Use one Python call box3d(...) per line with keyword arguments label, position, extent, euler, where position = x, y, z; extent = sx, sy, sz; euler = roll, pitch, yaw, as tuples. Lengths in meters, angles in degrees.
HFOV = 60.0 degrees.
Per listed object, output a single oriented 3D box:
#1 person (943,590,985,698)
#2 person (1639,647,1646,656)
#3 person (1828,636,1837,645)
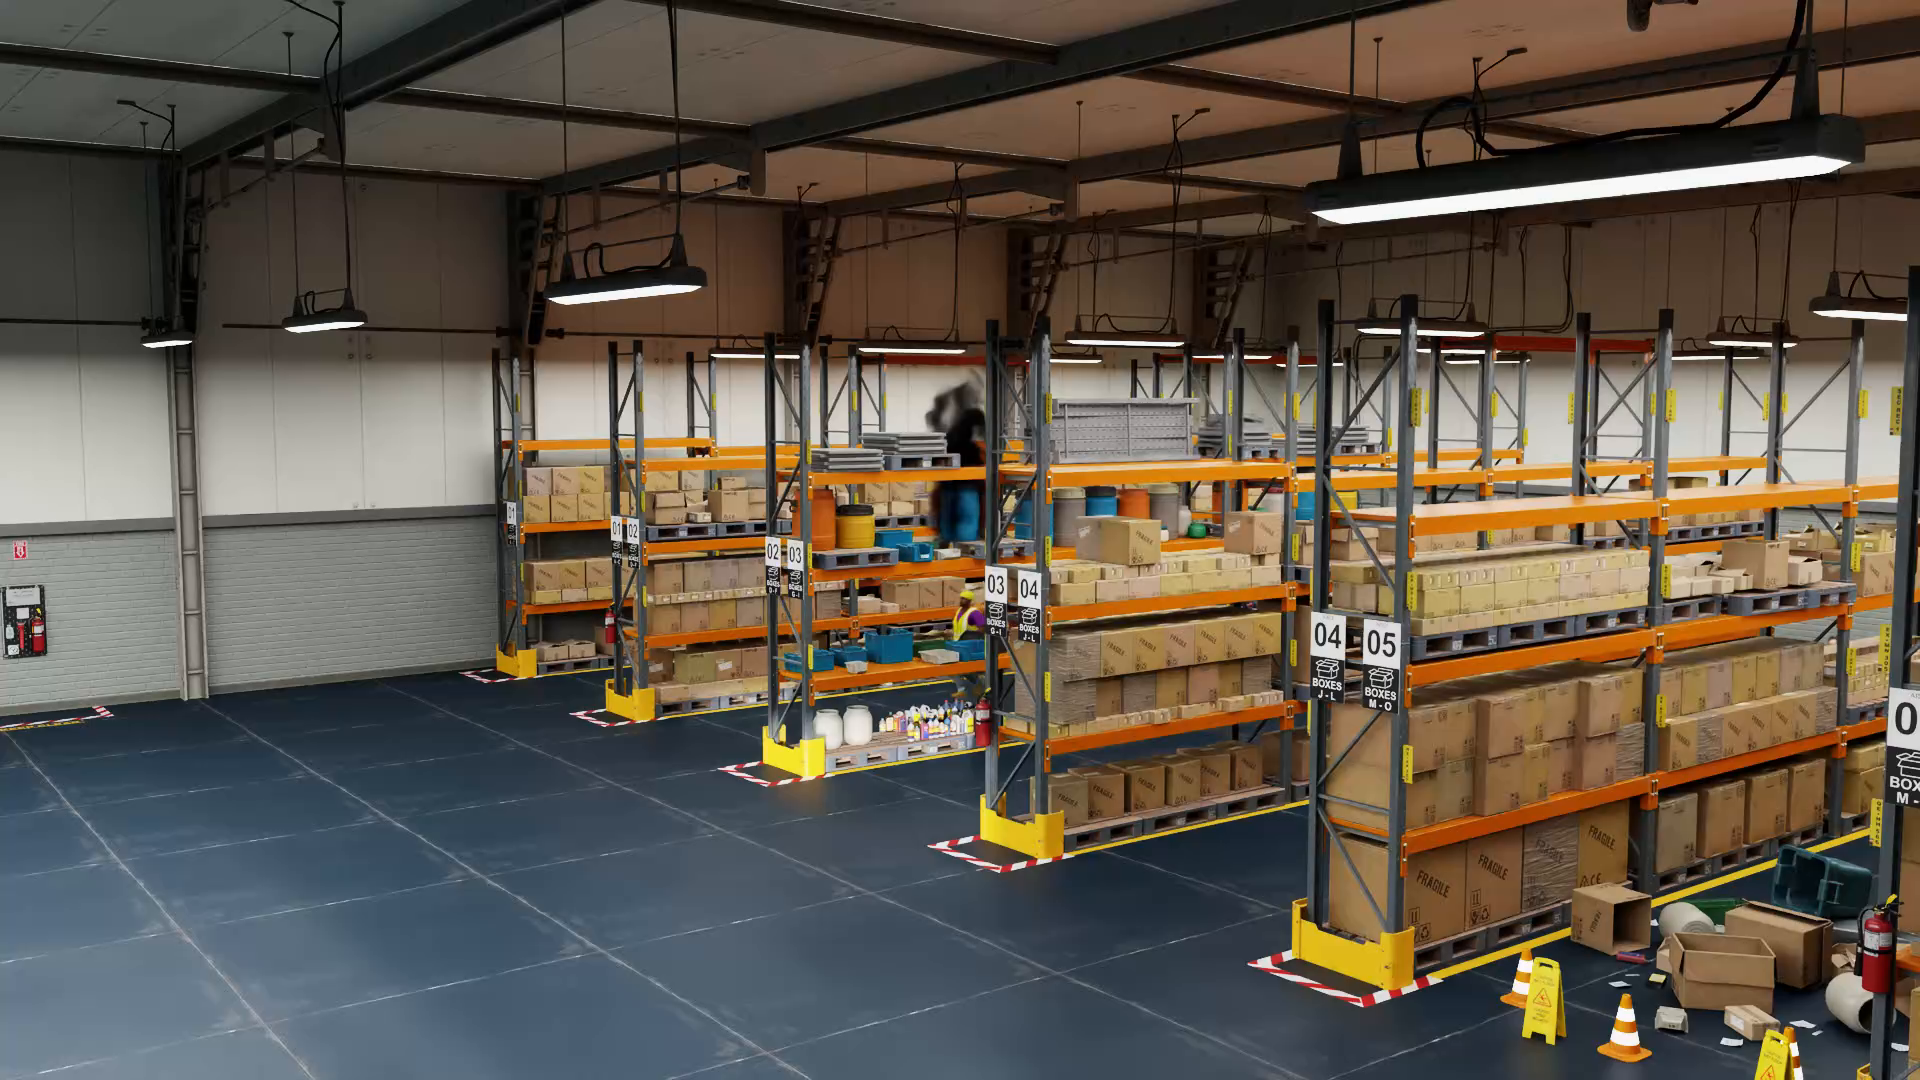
box3d(label="person", position=(0.082, 1.669, 26.715), extent=(0.554, 1.728, 0.698), euler=(-4, 6, -37))
box3d(label="person", position=(9.659, 2.290, 23.413), extent=(0.647, 1.655, 0.588), euler=(-5, 7, -43))
box3d(label="person", position=(12.522, 2.217, 23.833), extent=(0.894, 1.696, 0.583), euler=(-4, 6, -39))
